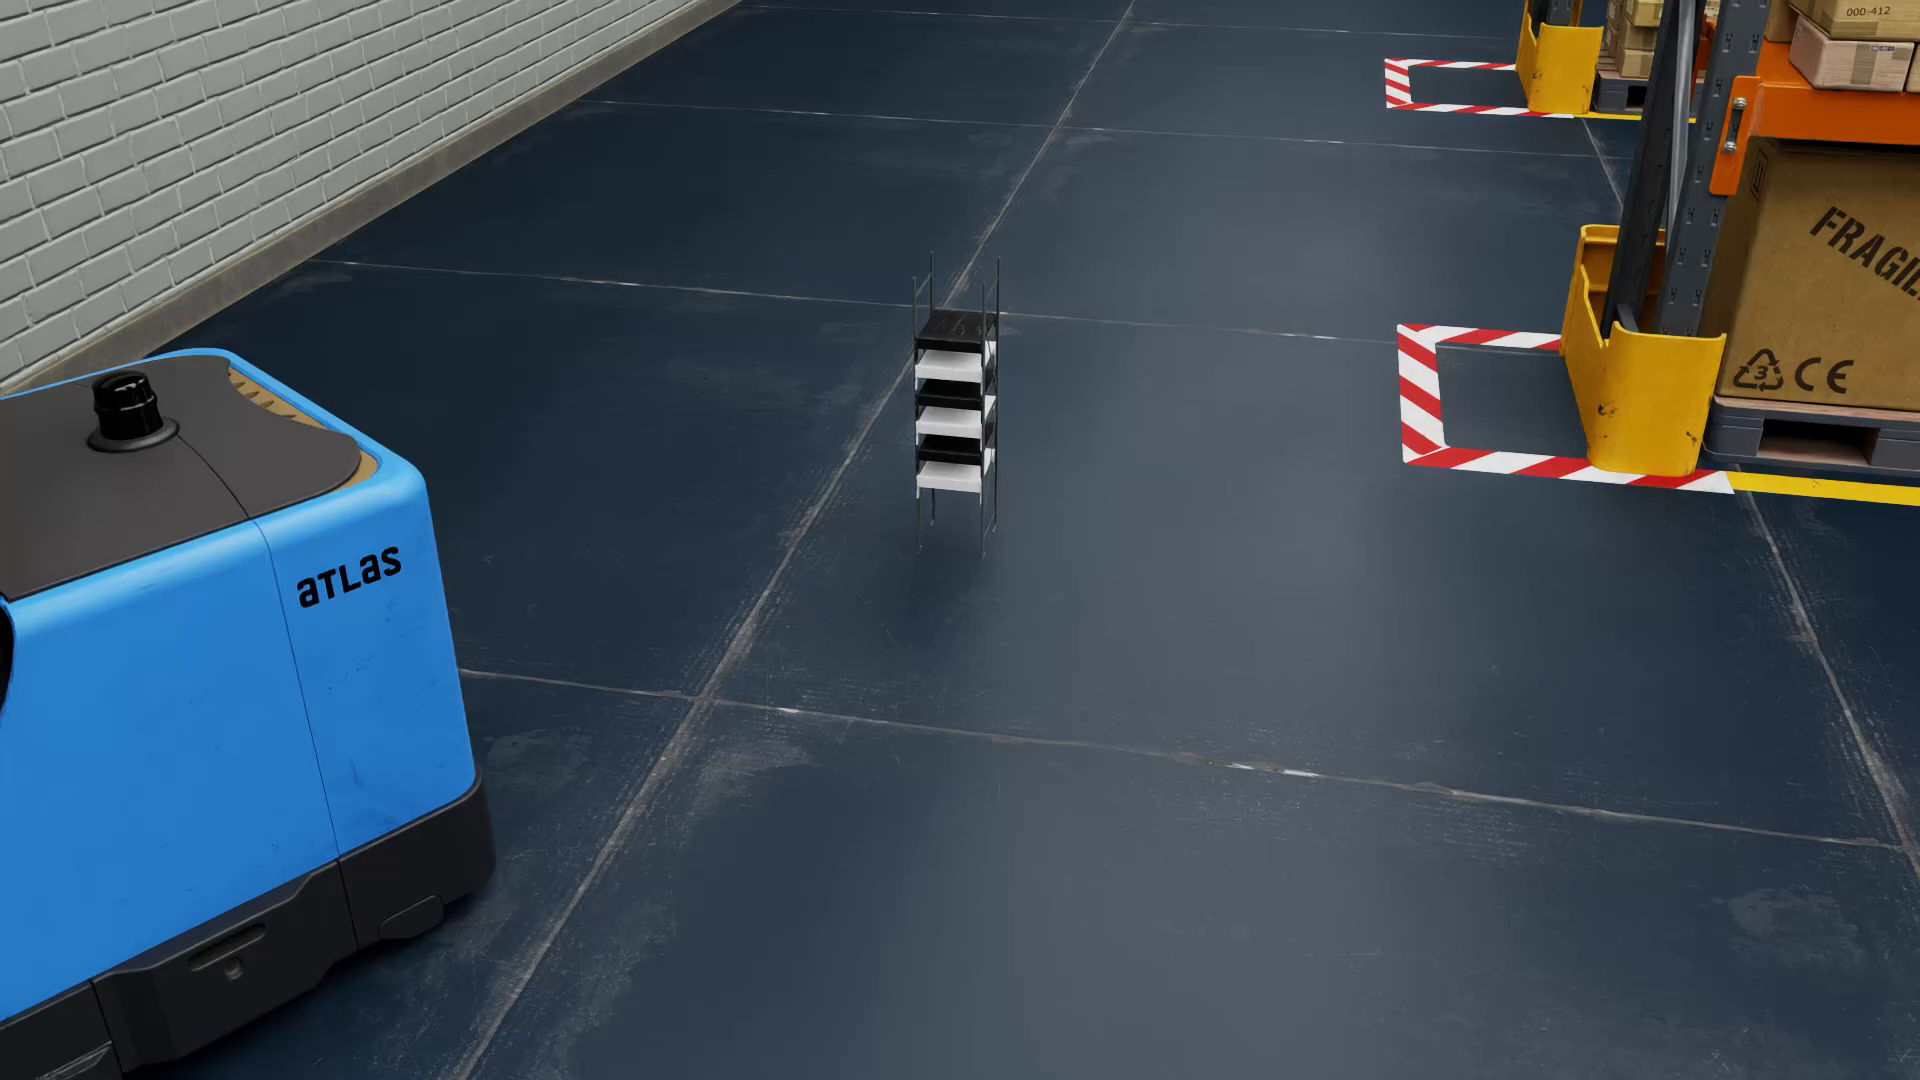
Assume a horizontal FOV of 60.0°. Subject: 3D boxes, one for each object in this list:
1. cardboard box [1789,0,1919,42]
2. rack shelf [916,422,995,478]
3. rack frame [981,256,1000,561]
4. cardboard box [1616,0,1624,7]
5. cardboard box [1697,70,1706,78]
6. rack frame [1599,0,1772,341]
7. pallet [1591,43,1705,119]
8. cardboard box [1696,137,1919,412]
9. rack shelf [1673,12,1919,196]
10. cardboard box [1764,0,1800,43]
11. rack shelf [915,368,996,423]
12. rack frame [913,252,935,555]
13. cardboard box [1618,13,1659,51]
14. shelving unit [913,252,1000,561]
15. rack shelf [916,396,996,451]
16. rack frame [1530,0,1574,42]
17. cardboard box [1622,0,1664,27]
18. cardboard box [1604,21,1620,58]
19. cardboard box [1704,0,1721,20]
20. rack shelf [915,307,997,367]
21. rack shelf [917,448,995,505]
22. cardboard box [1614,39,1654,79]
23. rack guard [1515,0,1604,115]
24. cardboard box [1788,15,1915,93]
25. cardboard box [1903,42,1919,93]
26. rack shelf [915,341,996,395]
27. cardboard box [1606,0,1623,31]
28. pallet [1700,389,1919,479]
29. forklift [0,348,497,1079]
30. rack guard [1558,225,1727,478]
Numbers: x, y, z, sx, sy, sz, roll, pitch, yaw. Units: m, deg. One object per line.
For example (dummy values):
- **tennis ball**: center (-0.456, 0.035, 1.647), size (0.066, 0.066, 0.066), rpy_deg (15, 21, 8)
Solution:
- **cardboard box**: center (2.884, -1.700, 5.077), size (0.500, 0.250, 0.500), rpy_deg (5, 29, 9)
- **rack shelf**: center (-0.008, -0.287, 5.095), size (0.200, 0.077, 0.258), rpy_deg (6, 29, 11)
- **rack frame**: center (0.091, -0.385, 5.017), size (0.006, 0.900, 0.240), rpy_deg (6, 29, 11)
- **cardboard box**: center (4.177, -3.390, 10.230), size (0.250, 0.149, 0.380), rpy_deg (6, 29, 11)
- **cardboard box**: center (4.325, -2.872, 9.904), size (0.250, 0.149, 0.380), rpy_deg (6, 29, 10)
- **rack frame**: center (2.471, -1.810, 5.432), size (0.127, 3.000, 1.000), rpy_deg (6, 29, 11)
- **pallet**: center (4.467, -2.800, 10.145), size (1.213, 0.211, 1.003), rpy_deg (6, 29, 11)
- **cardboard box**: center (3.114, -1.035, 5.793), size (0.875, 0.875, 0.875), rpy_deg (6, 29, 11)
- **rack shelf**: center (4.427, -1.294, 5.239), size (4.000, 0.370, 1.077), rpy_deg (6, 29, 11)
- **cardboard box**: center (2.888, -1.819, 5.710), size (0.250, 0.149, 0.380), rpy_deg (6, 29, 12)
- **rack shelf**: center (-0.008, -0.445, 5.008), size (0.200, 0.077, 0.258), rpy_deg (6, 29, 11)
- **rack frame**: center (-0.107, -0.406, 5.054), size (0.006, 0.900, 0.240), rpy_deg (6, 29, 11)
- **cardboard box**: center (4.065, -3.020, 9.864), size (0.250, 0.149, 0.380), rpy_deg (7, 29, 13)
- **shelving unit**: center (-0.008, -0.396, 5.035), size (0.210, 0.900, 0.258), rpy_deg (6, 29, 11)
- **rack shelf**: center (-0.008, -0.366, 5.051), size (0.200, 0.077, 0.258), rpy_deg (6, 29, 11)
- **rack frame**: center (3.606, -4.129, 9.668), size (0.127, 3.000, 1.000), rpy_deg (6, 29, 11)
- **cardboard box**: center (4.047, -3.112, 9.722), size (0.250, 0.149, 0.380), rpy_deg (5, 29, 8)
- **cardboard box**: center (4.164, -3.108, 10.335), size (0.250, 0.149, 0.380), rpy_deg (6, 29, 11)
- **cardboard box**: center (4.342, -3.140, 9.775), size (0.250, 0.149, 0.380), rpy_deg (6, 29, 11)
- **rack shelf**: center (-0.008, -0.603, 4.922), size (0.200, 0.077, 0.258), rpy_deg (6, 29, 11)
- **rack shelf**: center (-0.008, -0.208, 5.138), size (0.200, 0.077, 0.258), rpy_deg (6, 29, 11)
- **cardboard box**: center (4.051, -2.860, 9.882), size (0.250, 0.149, 0.380), rpy_deg (6, 29, 12)
- **rack guard**: center (3.680, -3.025, 10.255), size (0.348, 0.500, 1.175), rpy_deg (6, 29, 11)
- **cardboard box**: center (2.750, -1.509, 5.144), size (0.250, 0.149, 0.380), rpy_deg (6, 29, 11)
- **cardboard box**: center (3.001, -1.484, 5.099), size (0.250, 0.149, 0.380), rpy_deg (5, 29, 10)
- **rack shelf**: center (-0.008, -0.524, 4.965), size (0.200, 0.077, 0.258), rpy_deg (6, 29, 11)
- **cardboard box**: center (4.182, -3.274, 10.329), size (0.250, 0.149, 0.380), rpy_deg (5, 29, 9)
- **pallet**: center (3.270, -0.543, 6.022), size (1.213, 0.211, 1.003), rpy_deg (6, 29, 11)
- **forklift**: center (-2.445, -0.147, 2.467), size (3.031, 2.935, 1.130), rpy_deg (-26, 38, -38)
- **rack guard**: center (2.448, -0.716, 6.037), size (0.348, 0.500, 1.175), rpy_deg (6, 29, 11)
